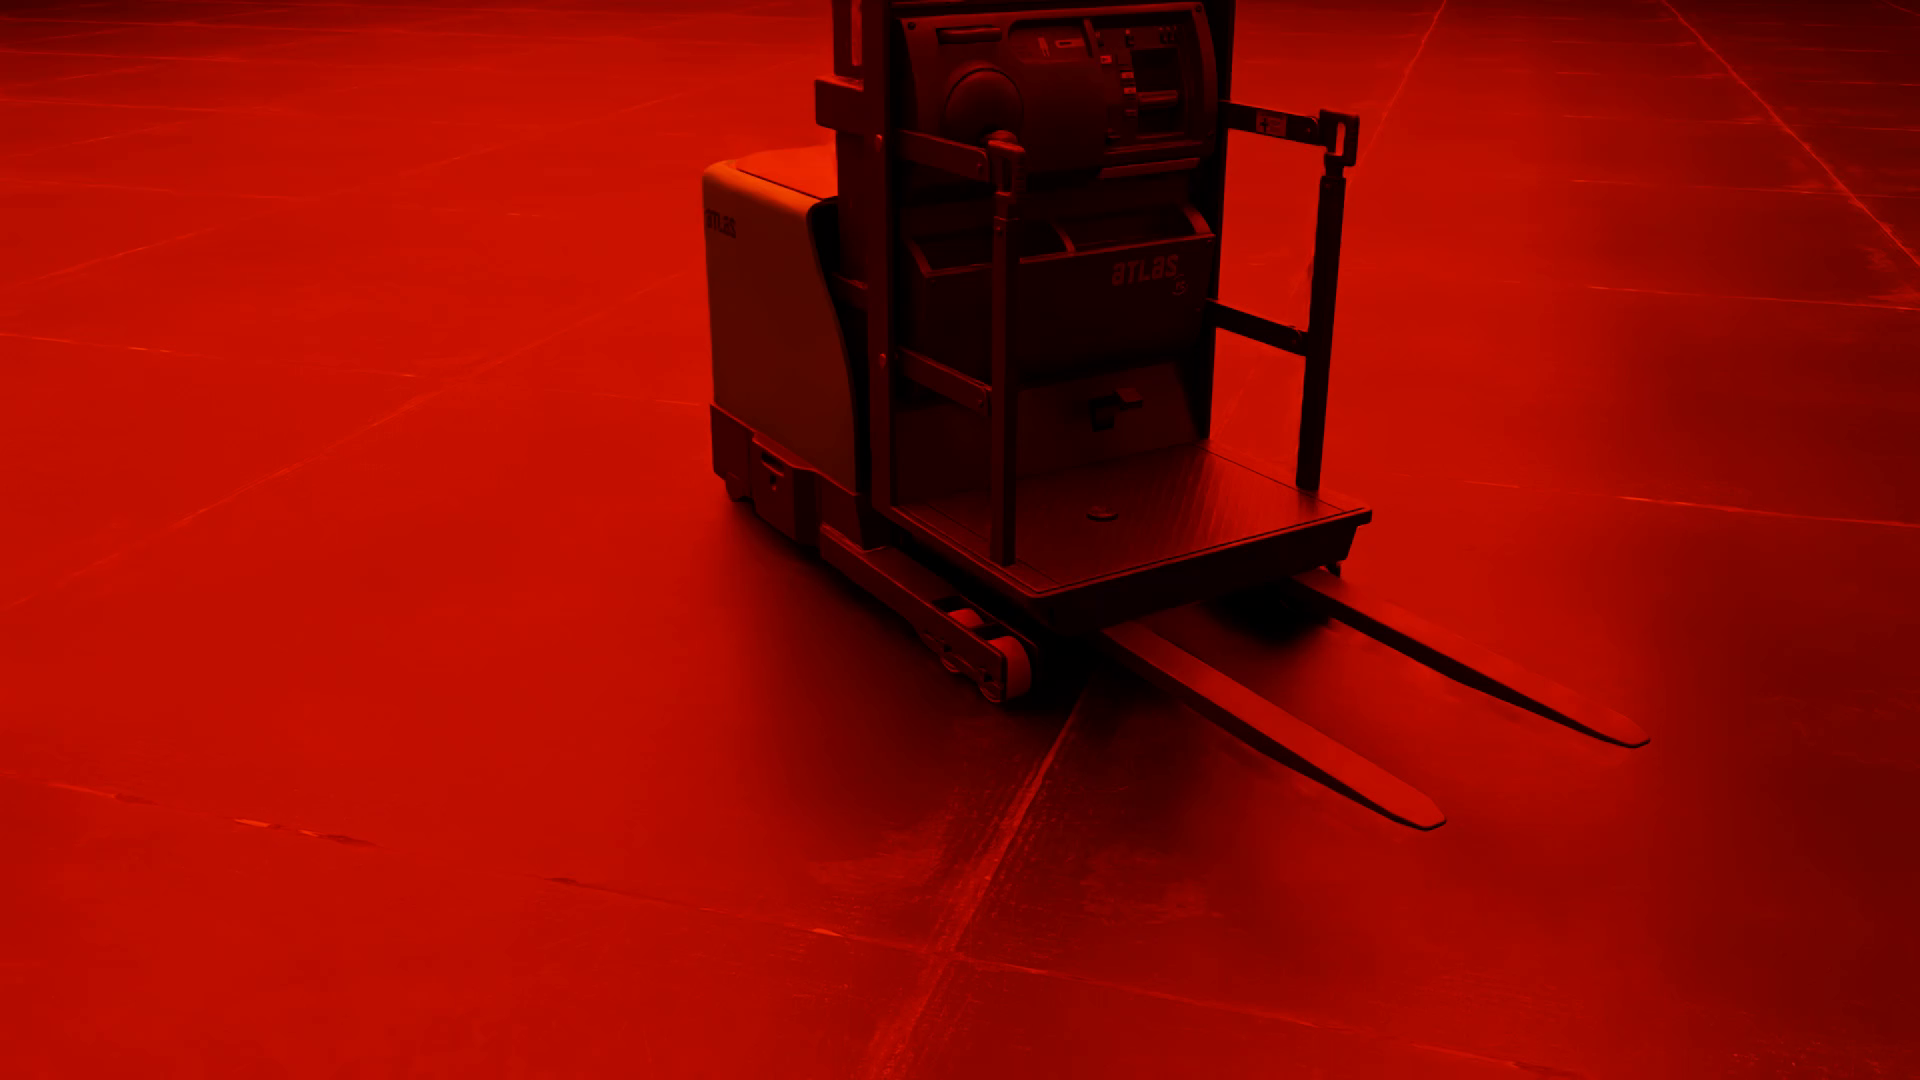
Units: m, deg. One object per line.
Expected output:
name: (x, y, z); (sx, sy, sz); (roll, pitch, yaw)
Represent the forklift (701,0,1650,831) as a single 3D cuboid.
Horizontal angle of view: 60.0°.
forklift: (0.384, -1.152, 4.069); (1.130, 2.935, 3.031); (-13, 26, -29)
